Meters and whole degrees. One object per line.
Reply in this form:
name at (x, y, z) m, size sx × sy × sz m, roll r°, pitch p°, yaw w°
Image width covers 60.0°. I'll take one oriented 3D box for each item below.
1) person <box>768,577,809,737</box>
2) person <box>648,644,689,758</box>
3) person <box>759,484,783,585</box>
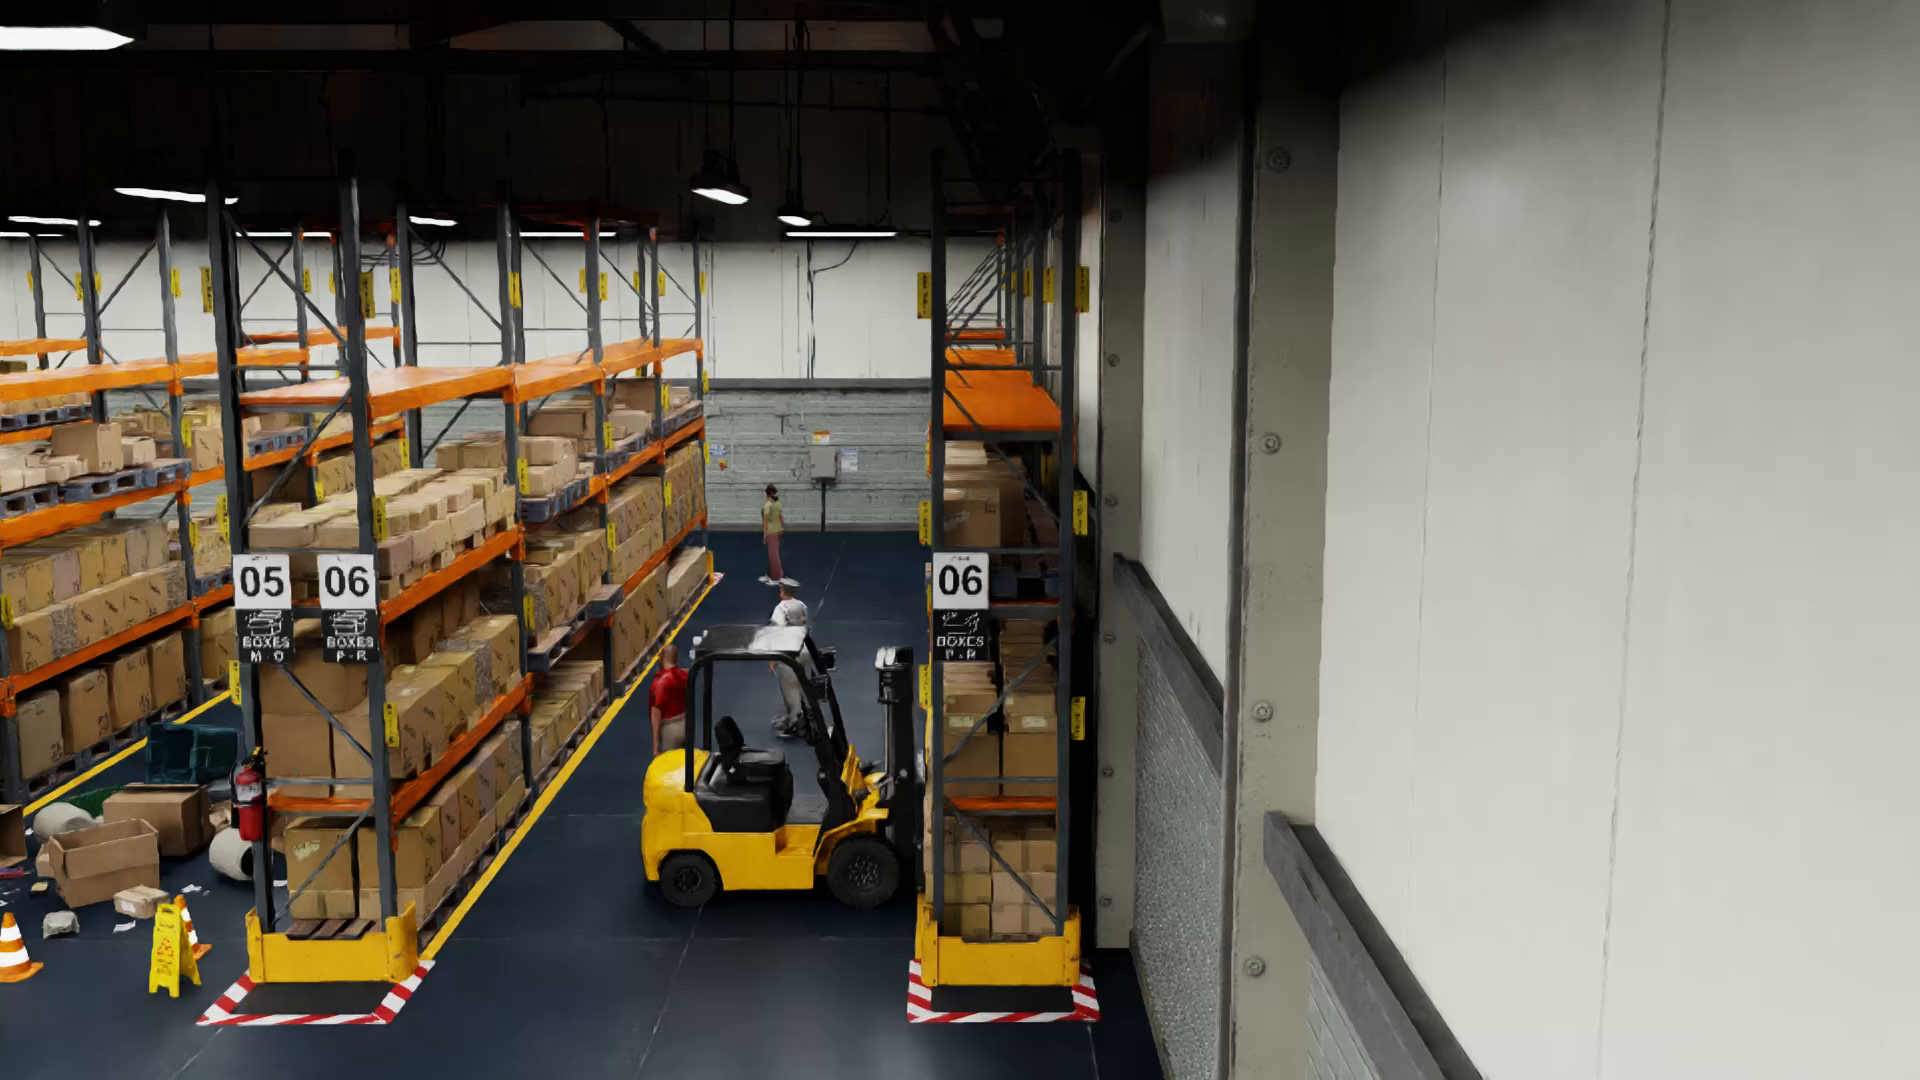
person at (-1.959, 1.298, 18.799) m, size 0.580 × 1.744 × 0.654 m, roll 5°, pitch 10°, yaw 27°
person at (-2.771, 1.820, 15.659) m, size 0.539 × 1.728 × 0.635 m, roll 4°, pitch 10°, yaw 25°
person at (-3.170, -0.108, 27.776) m, size 0.576 × 1.666 × 0.571 m, roll 4°, pitch 10°, yaw 21°
